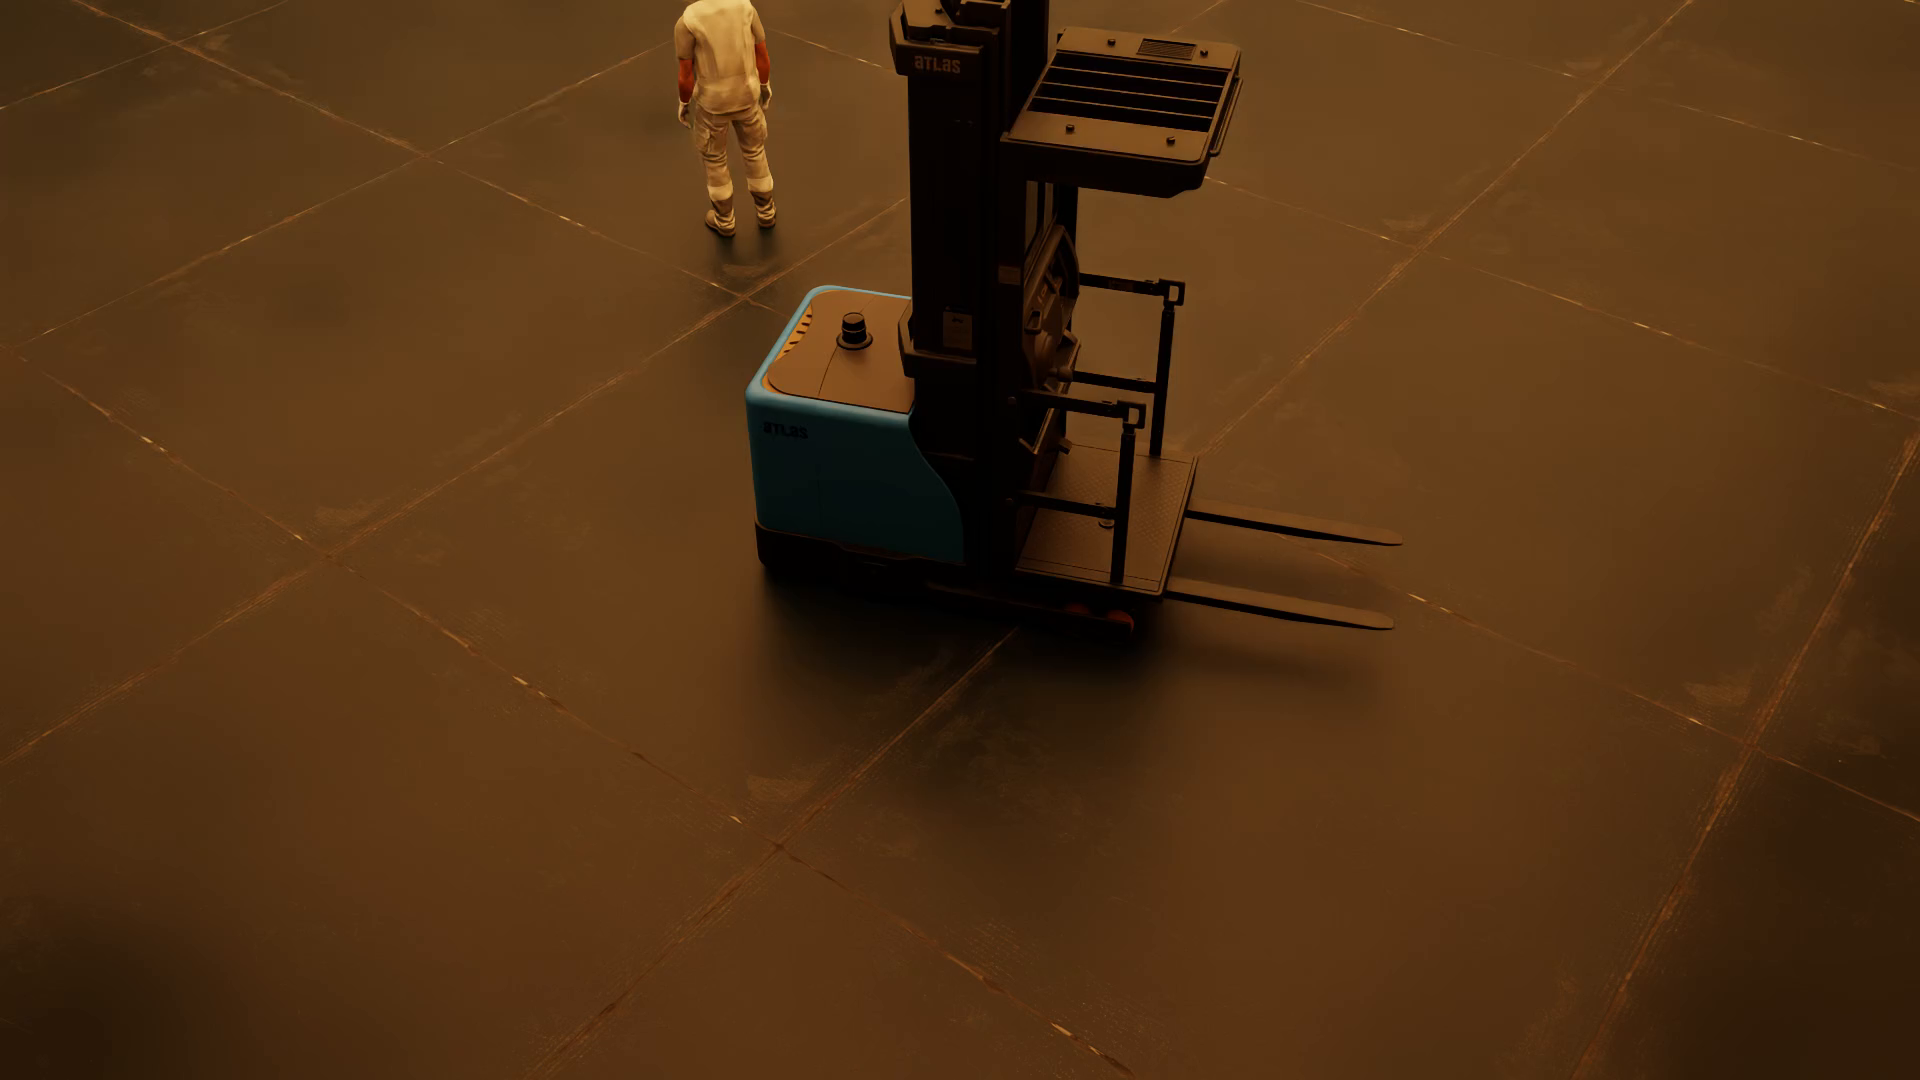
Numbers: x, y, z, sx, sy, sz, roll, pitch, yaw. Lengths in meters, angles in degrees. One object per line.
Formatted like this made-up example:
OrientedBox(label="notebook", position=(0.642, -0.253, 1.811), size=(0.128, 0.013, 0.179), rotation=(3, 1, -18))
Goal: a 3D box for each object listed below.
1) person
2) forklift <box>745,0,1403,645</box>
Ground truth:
OrientedBox(label="person", position=(-1.432, -2.697, 10.129), size=(0.616, 1.778, 0.453), rotation=(-18, 44, -20))
OrientedBox(label="forklift", position=(0.587, -1.011, 7.260), size=(3.031, 2.935, 1.130), rotation=(10, 41, 12))
